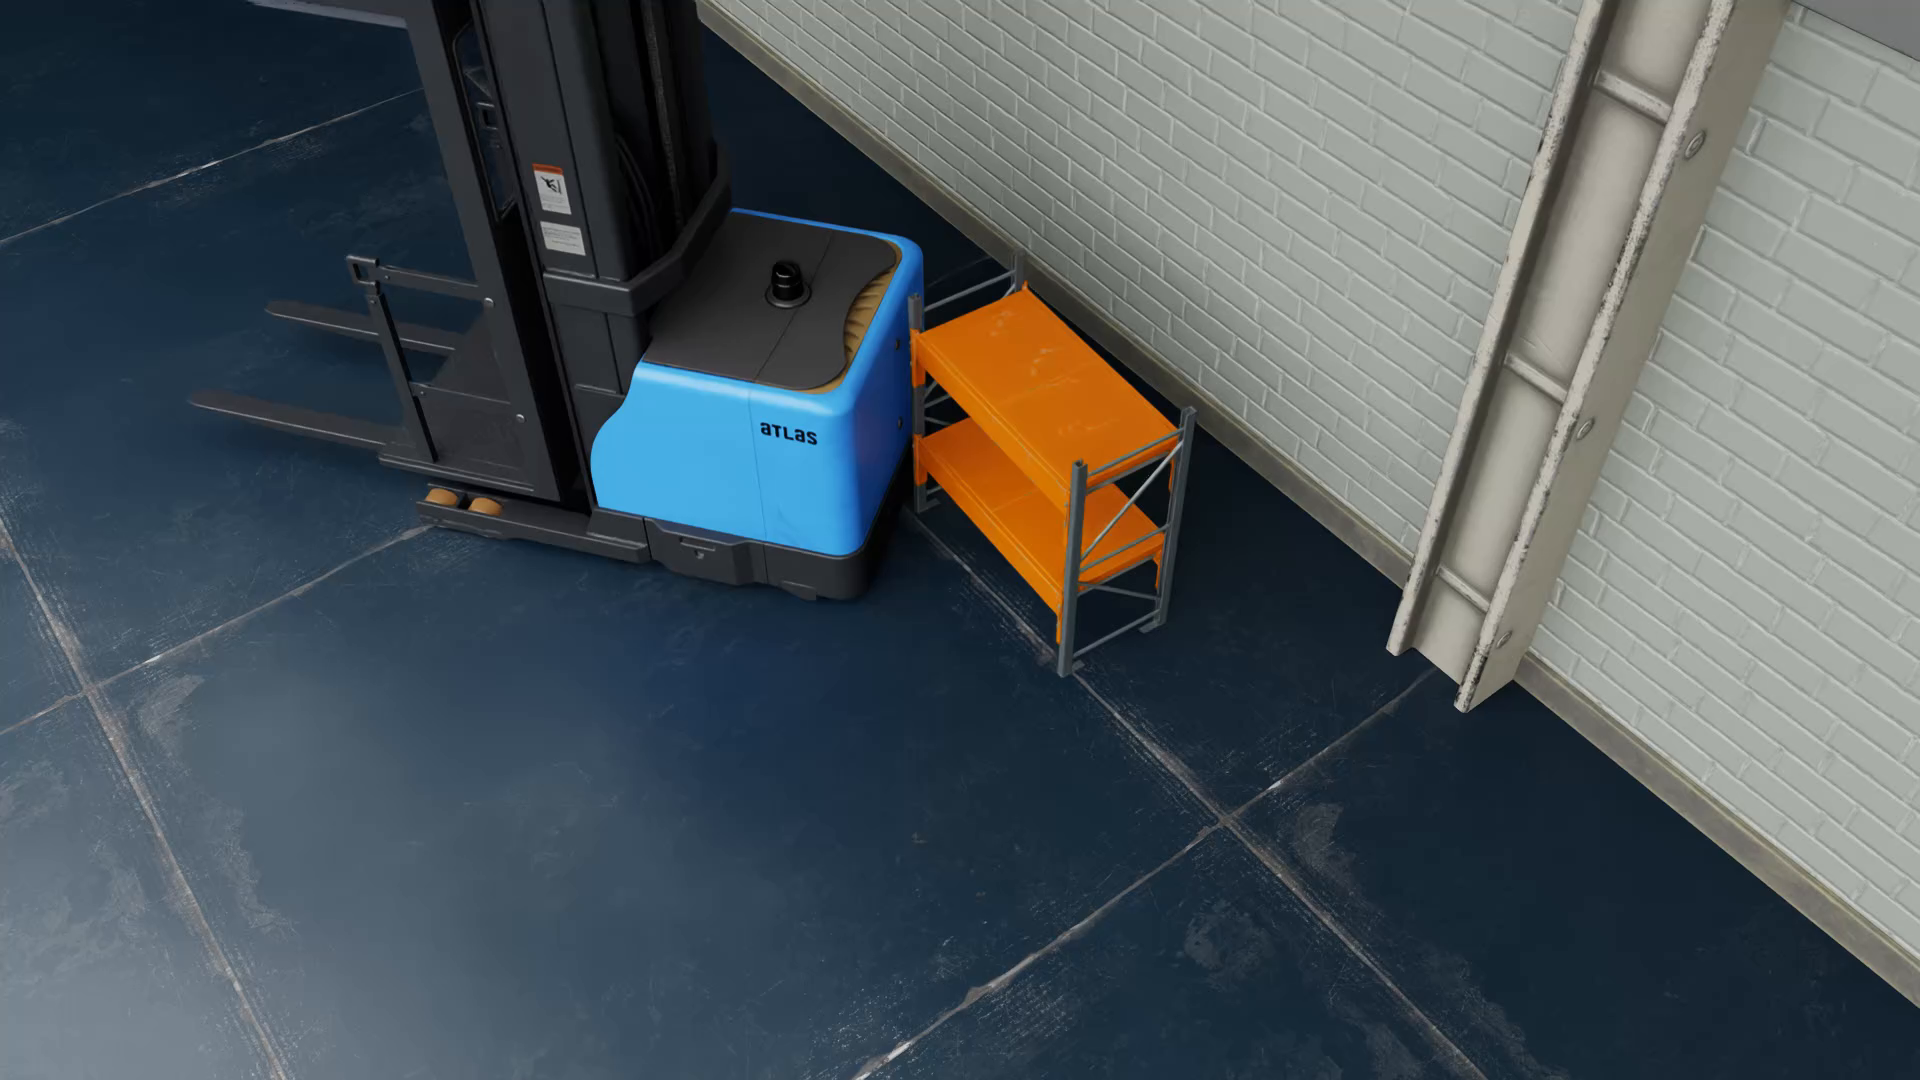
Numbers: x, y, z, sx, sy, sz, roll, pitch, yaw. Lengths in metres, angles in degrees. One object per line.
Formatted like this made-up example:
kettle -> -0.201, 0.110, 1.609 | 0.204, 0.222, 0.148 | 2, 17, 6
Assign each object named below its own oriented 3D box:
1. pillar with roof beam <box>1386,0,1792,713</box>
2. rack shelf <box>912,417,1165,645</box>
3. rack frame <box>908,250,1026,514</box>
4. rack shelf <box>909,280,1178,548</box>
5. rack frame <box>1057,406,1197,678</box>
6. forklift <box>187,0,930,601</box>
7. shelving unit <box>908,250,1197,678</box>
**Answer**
pillar with roof beam -> -1.554, -0.632, 1.248 | 9.100, 9.000, 0.400 | -29, 54, -24
rack shelf -> 0.306, -0.117, 6.426 | 0.538, 0.278, 1.000 | -26, 53, -22
rack frame -> 0.028, -0.597, 6.530 | 0.500, 1.125, 0.032 | -26, 53, -22
rack shelf -> 0.306, -0.478, 6.028 | 0.538, 0.278, 1.000 | -26, 53, -22
rack frame -> 0.585, 0.033, 5.959 | 0.500, 1.125, 0.032 | -26, 53, -22
forklift -> -1.702, -1.360, 6.004 | 3.031, 2.935, 1.130 | 12, 49, 10
shelving unit -> 0.306, -0.282, 6.245 | 0.538, 1.125, 1.048 | -26, 53, -22
